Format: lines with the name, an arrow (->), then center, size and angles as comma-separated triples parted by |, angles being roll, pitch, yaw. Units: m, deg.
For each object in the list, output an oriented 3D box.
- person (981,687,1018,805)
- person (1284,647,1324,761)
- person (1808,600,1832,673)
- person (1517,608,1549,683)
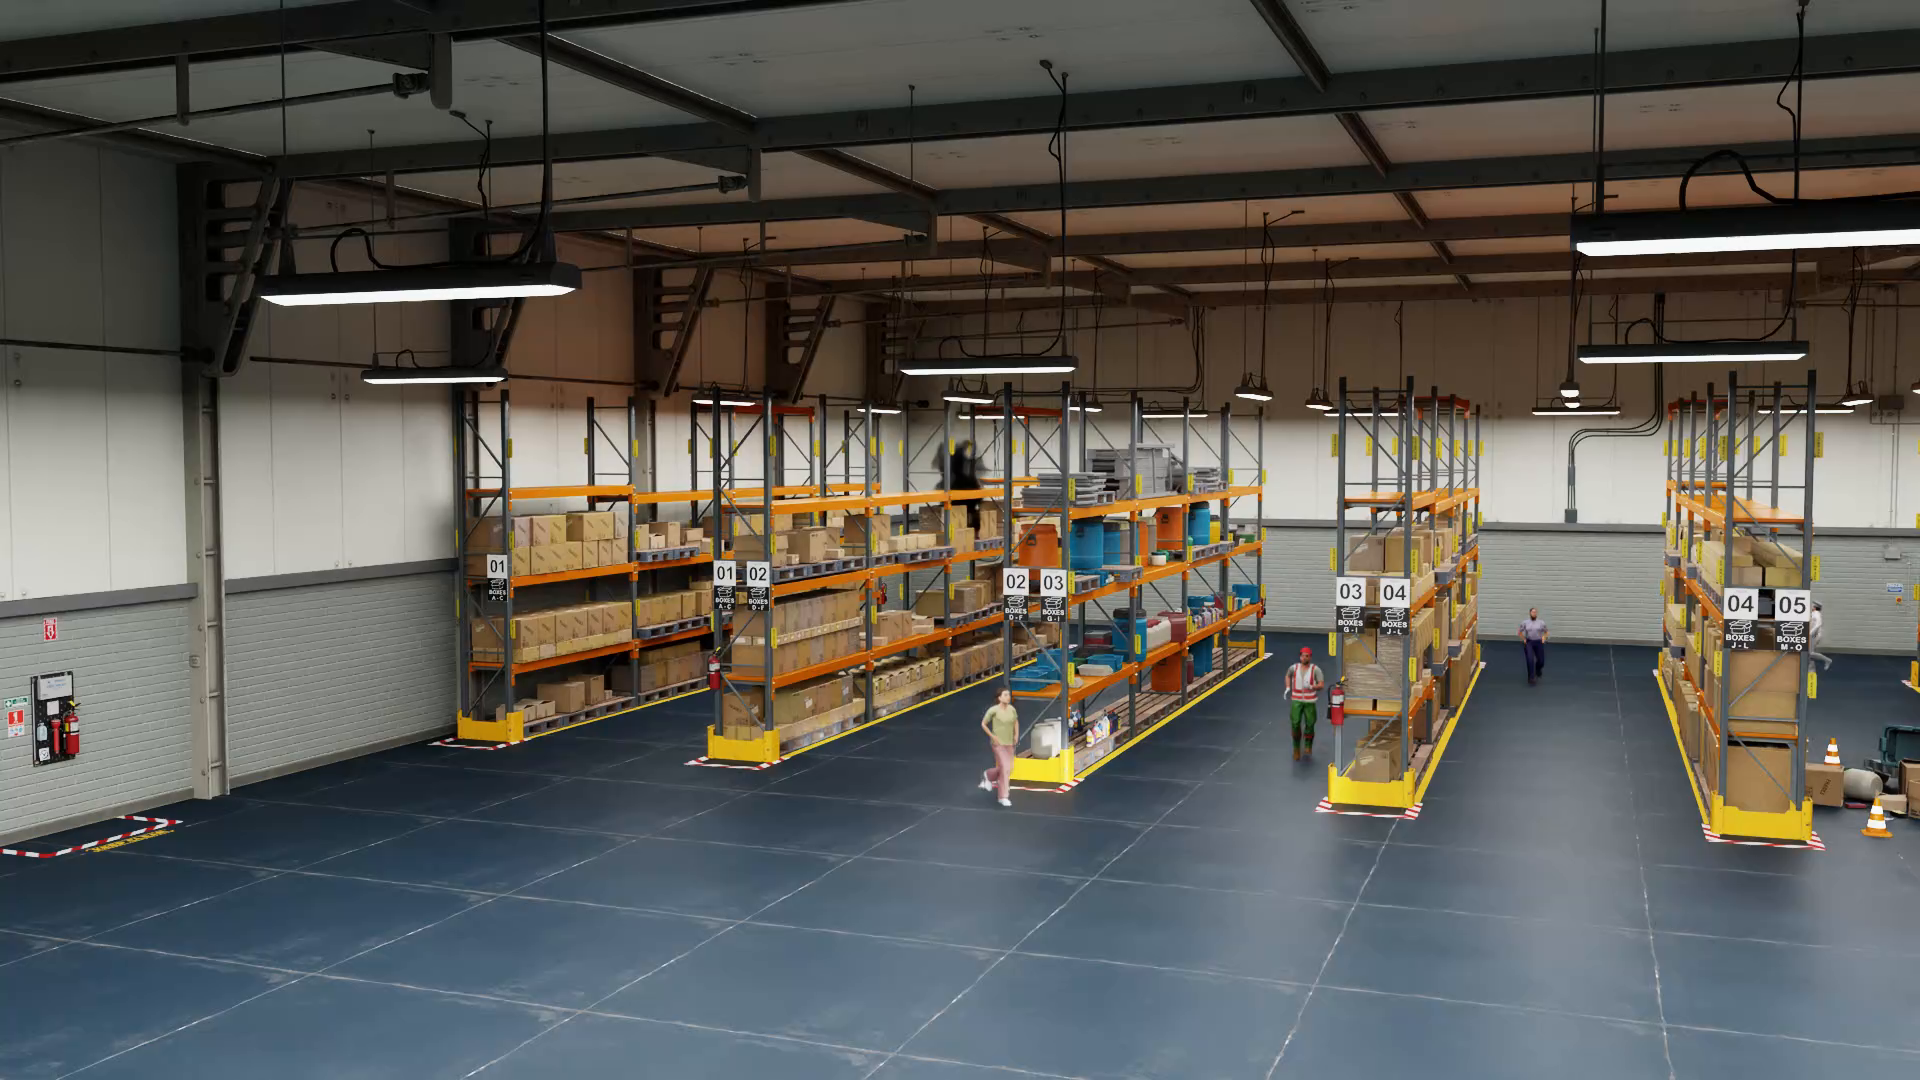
person -> 0.562, 2.898, 23.621 | 0.609, 1.650, 0.705 | -2, 4, -35
person -> 5.537, 2.635, 26.791 | 0.644, 1.830, 0.752 | 1, 3, 16
person -> 19.025, 2.147, 36.874 | 0.604, 1.657, 0.658 | 2, 4, 28
person -> 12.267, 2.254, 35.606 | 0.644, 1.581, 0.588 | 1, 3, 15
